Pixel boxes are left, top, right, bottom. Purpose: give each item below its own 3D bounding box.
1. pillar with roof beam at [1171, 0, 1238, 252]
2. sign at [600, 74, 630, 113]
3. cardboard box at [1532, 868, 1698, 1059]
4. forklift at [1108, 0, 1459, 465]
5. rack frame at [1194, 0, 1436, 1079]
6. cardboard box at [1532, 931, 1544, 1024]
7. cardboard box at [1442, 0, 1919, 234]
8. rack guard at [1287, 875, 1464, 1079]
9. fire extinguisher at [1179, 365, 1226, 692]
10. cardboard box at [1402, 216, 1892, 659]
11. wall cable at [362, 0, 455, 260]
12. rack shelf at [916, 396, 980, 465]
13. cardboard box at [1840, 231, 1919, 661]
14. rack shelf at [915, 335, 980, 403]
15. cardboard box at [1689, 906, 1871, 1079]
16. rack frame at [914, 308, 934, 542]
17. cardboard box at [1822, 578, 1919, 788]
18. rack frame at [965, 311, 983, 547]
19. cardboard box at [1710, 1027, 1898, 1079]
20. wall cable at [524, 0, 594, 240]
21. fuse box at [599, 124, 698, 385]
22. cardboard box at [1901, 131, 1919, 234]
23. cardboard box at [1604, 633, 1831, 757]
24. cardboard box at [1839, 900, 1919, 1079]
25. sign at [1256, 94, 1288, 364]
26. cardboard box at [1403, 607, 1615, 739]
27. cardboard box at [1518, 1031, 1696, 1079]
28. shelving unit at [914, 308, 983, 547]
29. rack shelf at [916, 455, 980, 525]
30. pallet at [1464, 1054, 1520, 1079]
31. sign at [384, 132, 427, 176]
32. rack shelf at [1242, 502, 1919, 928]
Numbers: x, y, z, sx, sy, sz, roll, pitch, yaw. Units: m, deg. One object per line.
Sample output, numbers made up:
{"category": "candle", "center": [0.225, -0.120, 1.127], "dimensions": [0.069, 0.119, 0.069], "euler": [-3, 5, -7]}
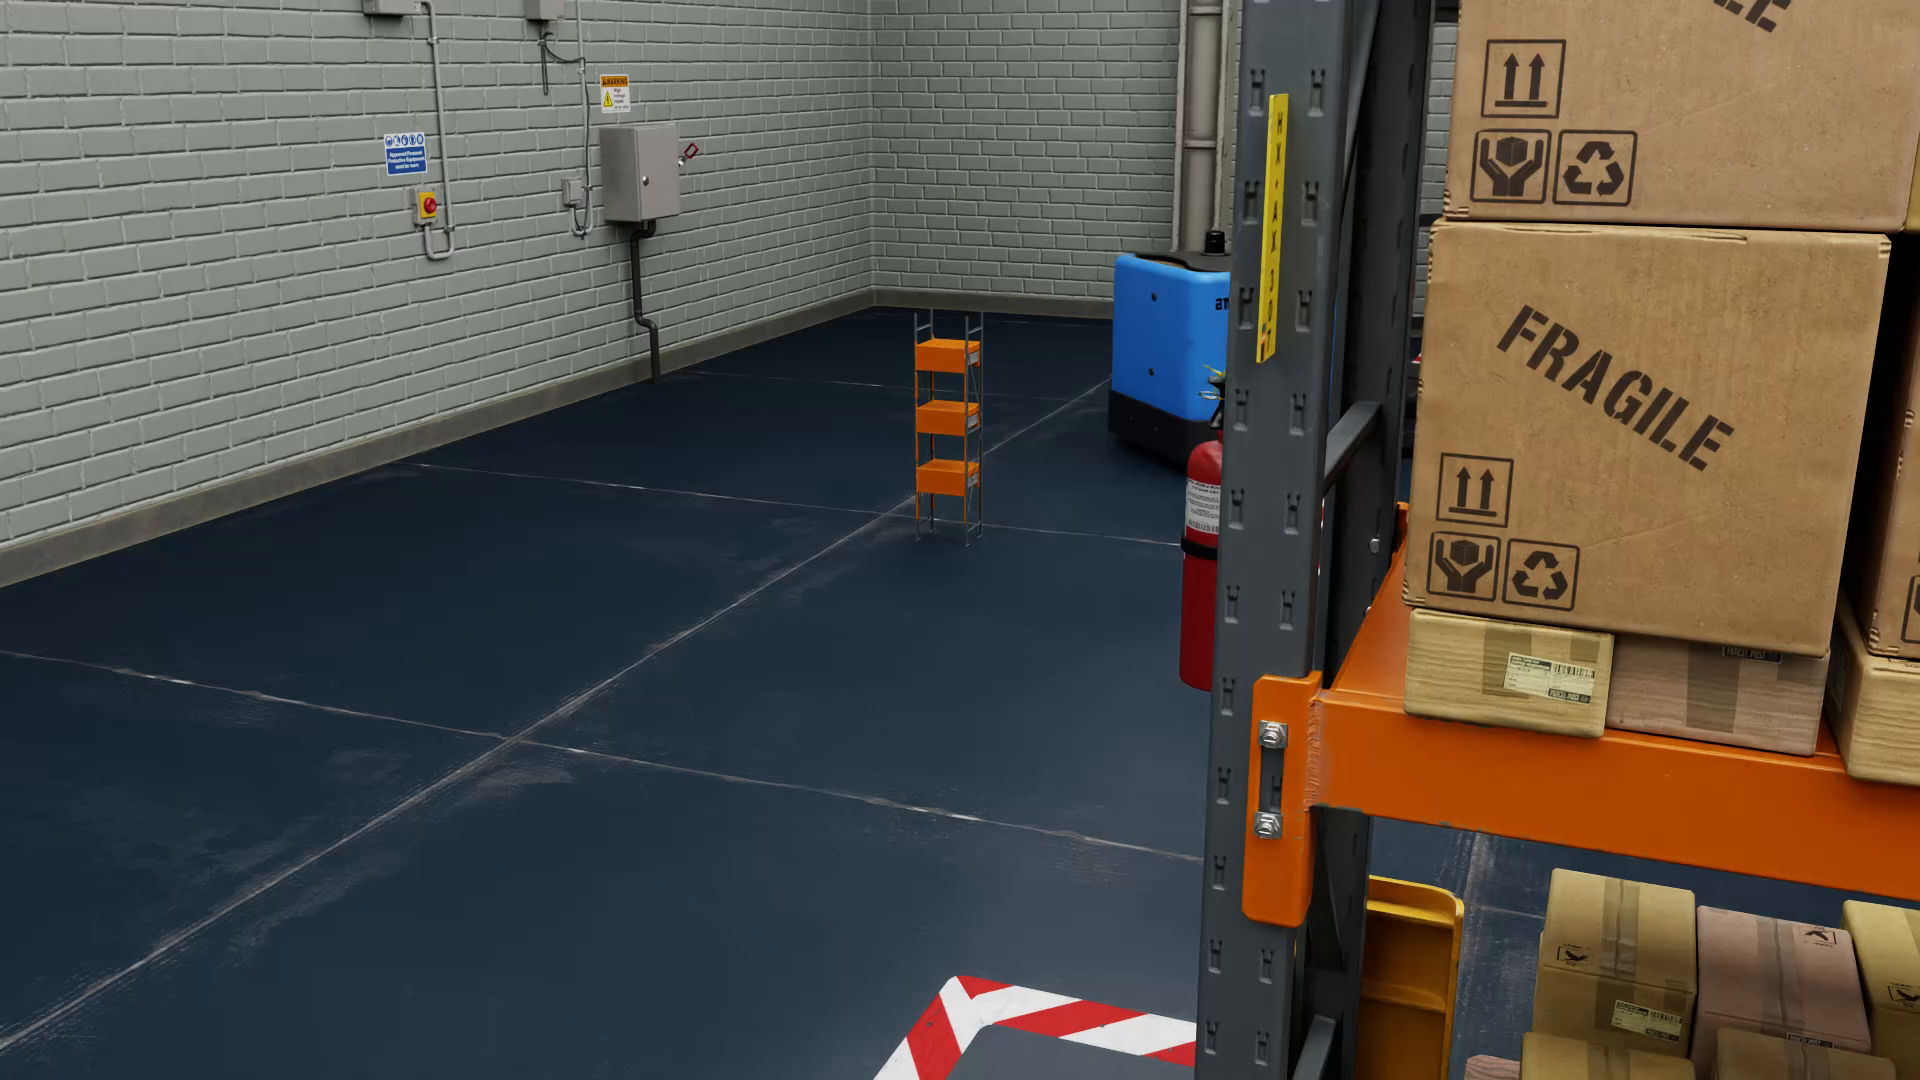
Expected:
{"category": "pillar with roof beam", "center": [0.374, -4.970, 8.653], "dimensions": [0.400, 9.000, 9.100], "euler": [6, 17, 21]}
{"category": "sign", "center": [-2.248, -2.912, 10.844], "dimensions": [0.001, 0.242, 0.339], "euler": [6, 17, 21]}
{"category": "cardboard box", "center": [1.176, 0.756, 2.982], "dimensions": [0.250, 0.149, 0.380], "euler": [6, 17, 21]}
{"category": "forklift", "center": [2.426, -2.009, 9.336], "dimensions": [3.031, 2.935, 1.130], "euler": [-6, 17, -20]}
{"category": "rack frame", "center": [0.589, -0.113, 2.683], "dimensions": [0.053, 2.616, 0.949], "euler": [6, 17, 21]}
{"category": "cardboard box", "center": [1.186, 0.890, 3.053], "dimensions": [0.250, 0.149, 0.380], "euler": [6, 17, 19]}
{"category": "cardboard box", "center": [0.911, -0.670, 2.096], "dimensions": [0.500, 0.500, 0.500], "euler": [6, 17, 20]}
{"category": "rack guard", "center": [0.661, 1.094, 3.008], "dimensions": [0.348, 0.500, 1.175], "euler": [6, 17, 21]}
{"category": "fire extinguisher", "center": [0.526, -0.043, 3.250], "dimensions": [0.183, 0.674, 0.296], "euler": [6, 17, 21]}
{"category": "cardboard box", "center": [0.907, -0.187, 2.226], "dimensions": [0.500, 0.500, 0.500], "euler": [7, 18, 23]}
{"category": "wall cable", "center": [-2.941, -2.482, 8.964], "dimensions": [0.123, 1.953, 0.585], "euler": [6, 17, 21]}
{"category": "rack shelf", "center": [-0.050, -0.499, 7.549], "dimensions": [0.240, 0.259, 0.215], "euler": [6, 17, 21]}
{"category": "cardboard box", "center": [1.414, -0.139, 2.060], "dimensions": [0.500, 0.500, 0.500], "euler": [6, 17, 21]}
{"category": "rack shelf", "center": [-0.050, -0.772, 7.470], "dimensions": [0.240, 0.259, 0.215], "euler": [6, 17, 21]}
{"category": "cardboard box", "center": [1.389, 0.797, 2.842], "dimensions": [0.250, 0.149, 0.380], "euler": [7, 17, 22]}
{"category": "rack frame", "center": [-0.163, -0.522, 7.589], "dimensions": [0.008, 1.050, 0.200], "euler": [6, 17, 21]}
{"category": "cardboard box", "center": [1.254, 0.181, 2.119], "dimensions": [0.250, 0.149, 0.380], "euler": [6, 17, 19]}
{"category": "rack frame", "center": [0.064, -0.497, 7.503], "dimensions": [0.008, 1.050, 0.200], "euler": [6, 17, 21]}
{"category": "cardboard box", "center": [1.254, 0.906, 2.465], "dimensions": [0.250, 0.149, 0.380], "euler": [7, 17, 22]}
{"category": "wall cable", "center": [-2.432, -2.836, 10.240], "dimensions": [0.122, 1.984, 0.588], "euler": [6, 17, 21]}
{"category": "fuse box", "center": [-2.035, -1.890, 11.115], "dimensions": [0.414, 1.711, 0.539], "euler": [6, 17, 21]}
{"category": "cardboard box", "center": [1.383, -0.620, 1.924], "dimensions": [0.500, 0.500, 0.500], "euler": [7, 18, 22]}
{"category": "cardboard box", "center": [1.024, 0.140, 2.262], "dimensions": [0.250, 0.149, 0.380], "euler": [7, 18, 23]}
{"category": "cardboard box", "center": [1.676, 0.790, 2.865], "dimensions": [0.250, 0.149, 0.380], "euler": [6, 17, 19]}
{"category": "sign", "center": [0.392, -0.389, 2.081], "dimensions": [0.005, 0.325, 0.100], "euler": [6, 17, 21]}
{"category": "cardboard box", "center": [0.772, 0.125, 2.314], "dimensions": [0.250, 0.149, 0.380], "euler": [6, 17, 20]}
{"category": "cardboard box", "center": [0.953, 0.909, 2.454], "dimensions": [0.250, 0.149, 0.380], "euler": [5, 17, 18]}
{"category": "shelving unit", "center": [-0.050, -0.510, 7.546], "dimensions": [0.252, 1.050, 0.215], "euler": [6, 17, 21]}
{"category": "rack shelf", "center": [-0.050, -0.233, 7.627], "dimensions": [0.240, 0.259, 0.215], "euler": [6, 17, 21]}
{"category": "pallet", "center": [1.404, 1.325, 2.731], "dimensions": [1.213, 0.211, 1.003], "euler": [6, 17, 21]}
{"category": "sign", "center": [-3.016, -2.103, 9.051], "dimensions": [0.001, 0.218, 0.327], "euler": [6, 17, 21]}
{"category": "rack shelf", "center": [2.451, 0.436, 2.082], "dimensions": [4.000, 0.370, 1.077], "euler": [6, 17, 21]}
